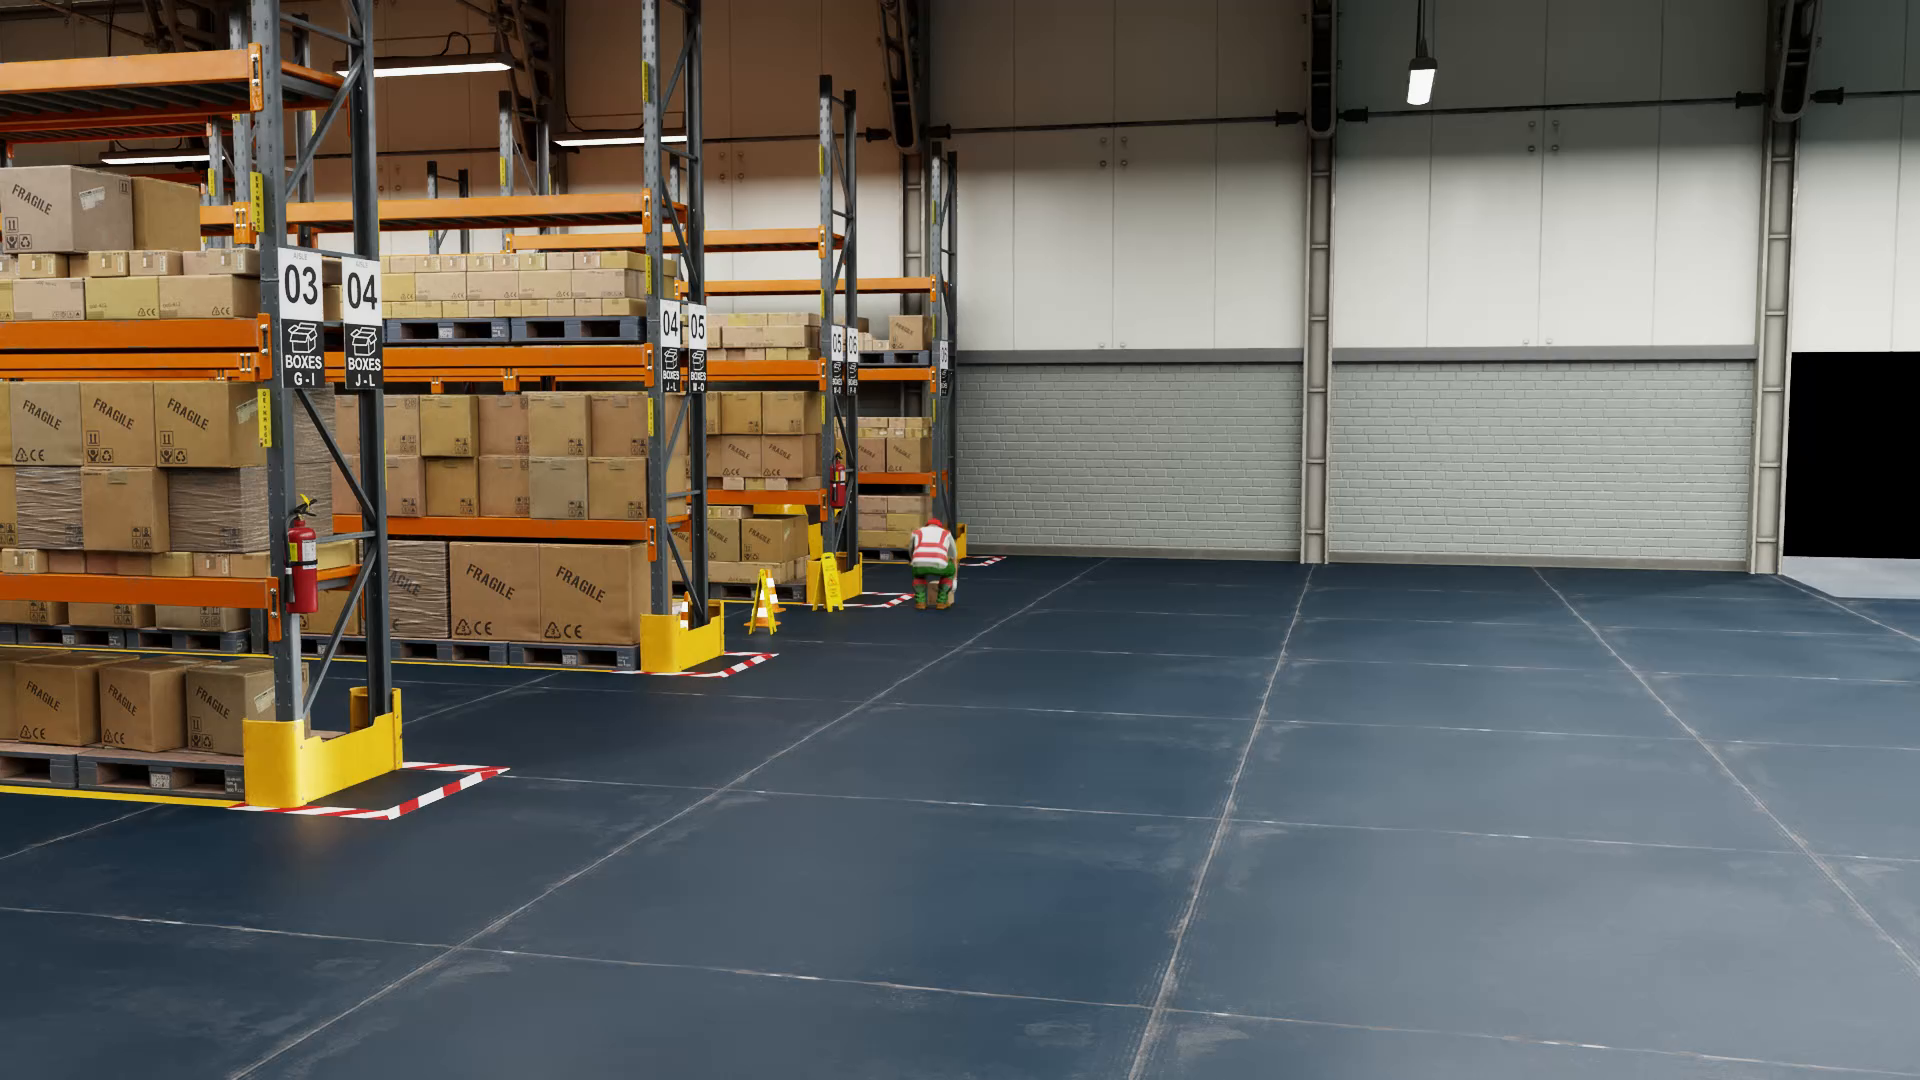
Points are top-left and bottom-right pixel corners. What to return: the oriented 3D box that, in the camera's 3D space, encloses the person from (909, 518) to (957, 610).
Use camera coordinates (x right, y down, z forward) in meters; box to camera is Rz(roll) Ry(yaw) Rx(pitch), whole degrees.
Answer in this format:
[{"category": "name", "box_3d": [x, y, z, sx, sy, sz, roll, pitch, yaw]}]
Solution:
[{"category": "person", "box_3d": [-0.328, 0.271, 18.872, 0.568, 0.994, 0.877, 1, 5, 11]}]
